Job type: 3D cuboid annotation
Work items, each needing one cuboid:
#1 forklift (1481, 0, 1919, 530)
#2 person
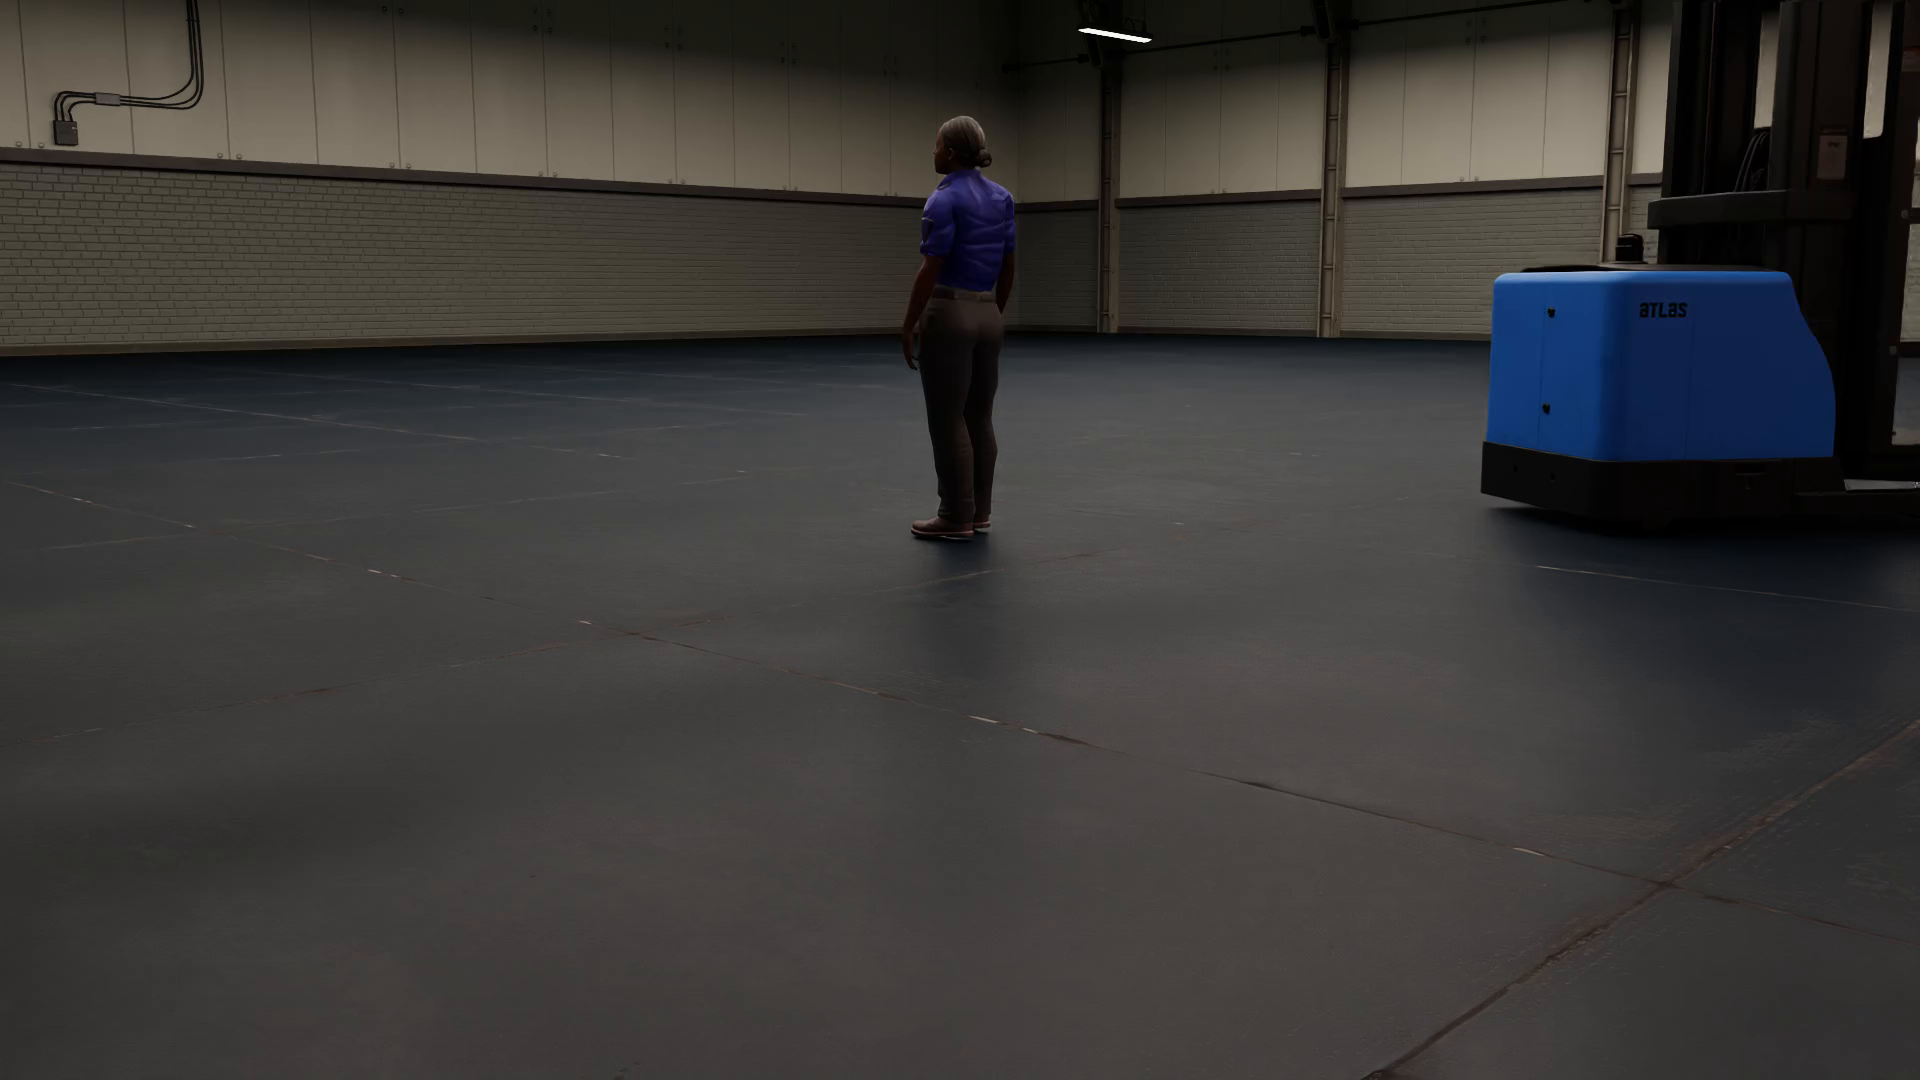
[{"bbox_3d":[3.976,-1.576,7.339,3.031,2.935,1.130,-2,9,-12],"label":"forklift"},{"bbox_3d":[-0.050,-0.836,6.667,0.503,1.656,0.570,8,12,43],"label":"person"}]
